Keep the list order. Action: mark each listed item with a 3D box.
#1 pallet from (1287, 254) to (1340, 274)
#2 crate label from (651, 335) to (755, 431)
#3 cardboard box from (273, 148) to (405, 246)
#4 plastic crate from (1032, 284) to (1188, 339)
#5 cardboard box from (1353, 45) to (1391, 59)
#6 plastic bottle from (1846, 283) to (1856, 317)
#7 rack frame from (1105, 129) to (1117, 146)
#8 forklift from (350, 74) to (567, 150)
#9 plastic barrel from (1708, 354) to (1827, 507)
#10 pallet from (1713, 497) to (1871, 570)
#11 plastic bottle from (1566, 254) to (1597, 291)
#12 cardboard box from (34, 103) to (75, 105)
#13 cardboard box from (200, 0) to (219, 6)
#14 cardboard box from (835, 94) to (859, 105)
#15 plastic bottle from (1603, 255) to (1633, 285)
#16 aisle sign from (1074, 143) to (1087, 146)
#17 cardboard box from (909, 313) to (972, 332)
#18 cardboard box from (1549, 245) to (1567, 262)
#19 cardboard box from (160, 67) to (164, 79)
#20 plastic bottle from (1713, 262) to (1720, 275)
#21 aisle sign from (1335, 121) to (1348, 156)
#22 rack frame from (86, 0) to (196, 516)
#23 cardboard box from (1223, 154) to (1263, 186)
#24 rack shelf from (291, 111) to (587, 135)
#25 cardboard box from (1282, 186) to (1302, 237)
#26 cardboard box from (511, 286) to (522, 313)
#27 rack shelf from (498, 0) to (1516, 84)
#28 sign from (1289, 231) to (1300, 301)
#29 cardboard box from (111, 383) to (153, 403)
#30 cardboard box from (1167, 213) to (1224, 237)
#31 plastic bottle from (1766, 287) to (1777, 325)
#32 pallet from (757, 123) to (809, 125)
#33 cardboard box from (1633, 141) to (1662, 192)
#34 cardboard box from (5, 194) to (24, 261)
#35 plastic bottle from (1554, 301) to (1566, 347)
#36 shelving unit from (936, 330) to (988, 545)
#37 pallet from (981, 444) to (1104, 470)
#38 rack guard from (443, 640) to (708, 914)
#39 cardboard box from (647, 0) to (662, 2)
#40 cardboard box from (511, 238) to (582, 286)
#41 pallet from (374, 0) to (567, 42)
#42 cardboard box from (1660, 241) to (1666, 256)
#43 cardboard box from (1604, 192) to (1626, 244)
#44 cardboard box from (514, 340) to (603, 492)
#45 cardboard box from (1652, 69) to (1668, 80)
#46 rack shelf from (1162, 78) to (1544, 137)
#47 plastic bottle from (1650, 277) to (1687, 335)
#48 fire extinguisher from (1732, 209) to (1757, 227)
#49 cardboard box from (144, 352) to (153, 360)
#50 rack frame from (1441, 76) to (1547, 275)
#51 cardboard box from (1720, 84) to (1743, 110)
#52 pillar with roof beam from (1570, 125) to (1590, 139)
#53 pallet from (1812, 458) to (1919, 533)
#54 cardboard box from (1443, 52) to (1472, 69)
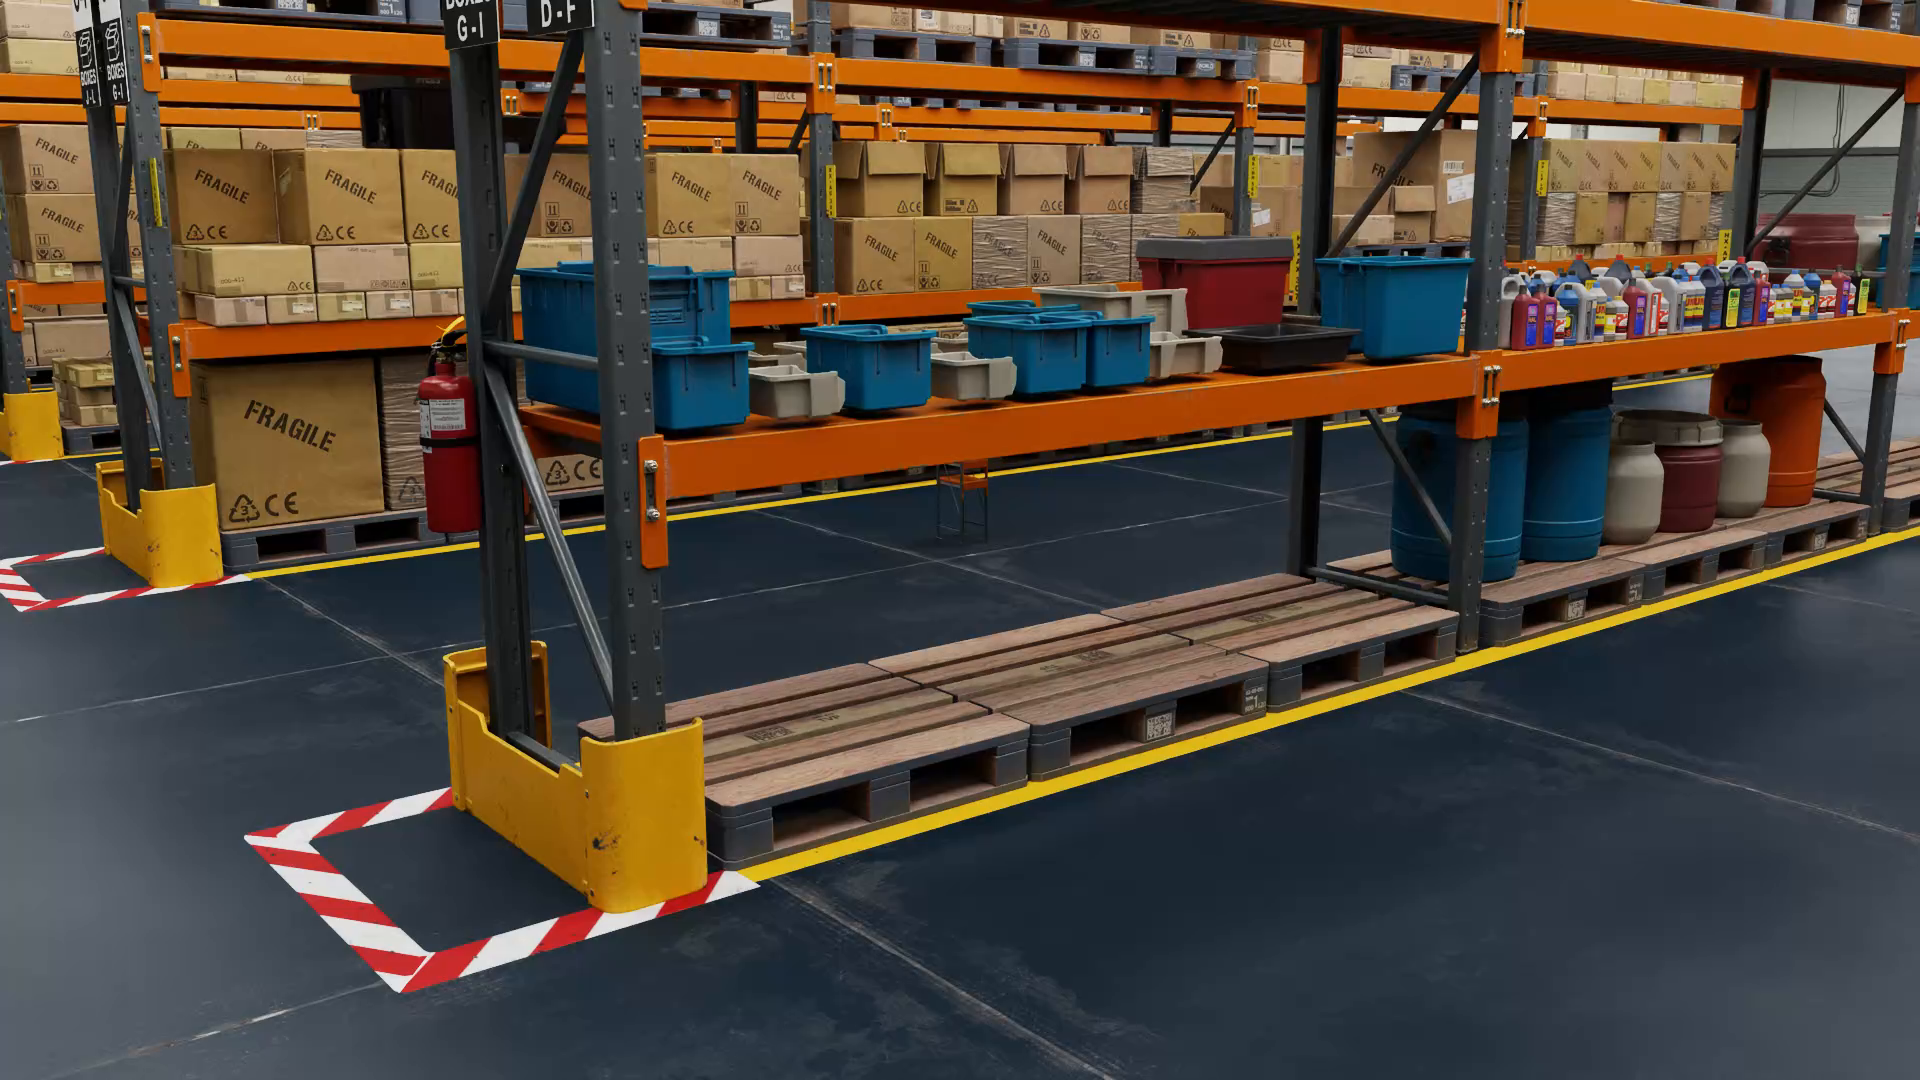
[{"bbox_3d":[2.441,-2.390,14.124,1.003,0.211,1.213,-9,15,-38],"label":"pallet"},{"bbox_3d":[-0.803,-0.459,4.826,0.303,0.233,0.416,-9,15,-38],"label":"crate label"},{"bbox_3d":[-3.362,-1.858,8.998,0.500,0.500,0.500,-10,16,-39],"label":"cardboard box"},{"bbox_3d":[0.614,-0.855,6.573,0.530,0.282,0.437,-9,15,-38],"label":"plastic crate"},{"bbox_3d":[3.265,-4.286,13.924,0.500,0.500,0.500,-10,16,-39],"label":"cardboard box"},{"bbox_3d":[4.894,-1.340,9.195,0.097,0.201,0.097,0,12,0],"label":"plastic bottle"},{"bbox_3d":[2.055,-3.711,19.882,0.127,3.000,1.000,-9,15,-38],"label":"rack frame"},{"bbox_3d":[-3.558,-2.098,12.452,3.031,2.935,1.130,-10,16,-40],"label":"forklift"},{"bbox_3d":[4.674,-0.648,9.674,0.708,0.830,0.600,-9,15,-38],"label":"plastic barrel"},{"bbox_3d":[4.456,-0.098,9.580,1.213,0.211,1.003,-9,15,-38],"label":"pallet"},{"bbox_3d":[3.295,-1.343,8.849,0.185,0.351,0.144,-9,15,-38],"label":"plastic bottle"},{"bbox_3d":[-11.494,-5.569,21.058,0.500,0.250,0.500,-9,15,-36],"label":"cardboard box"},{"bbox_3d":[-5.862,-4.146,12.910,0.250,0.149,0.380,-9,15,-36],"label":"cardboard box"},{"bbox_3d":[-1.356,-4.592,16.572,0.500,0.500,0.500,-9,15,-38],"label":"cardboard box"},{"bbox_3d":[3.495,-1.336,8.815,0.185,0.351,0.144,-9,15,-38],"label":"plastic bottle"},{"bbox_3d":[1.862,-6.349,26.050,0.004,0.787,0.394,-9,15,-38],"label":"aisle sign"},{"bbox_3d":[0.012,-1.223,12.273,0.875,0.875,1.225,-10,16,-40],"label":"cardboard box"},{"bbox_3d":[5.634,-2.780,16.102,0.250,0.149,0.380,-9,15,-38],"label":"cardboard box"},{"bbox_3d":[-6.391,-3.632,12.650,0.500,0.250,0.500,-9,15,-36],"label":"cardboard box"},{"bbox_3d":[4.398,-1.493,9.750,0.097,0.271,0.097,0,12,0],"label":"plastic bottle"},{"bbox_3d":[5.046,-5.559,22.328,0.004,0.787,0.394,-9,15,-38],"label":"aisle sign"},{"bbox_3d":[-4.296,-1.336,8.698,0.127,3.000,1.000,-9,15,-38],"label":"rack frame"},{"bbox_3d":[3.229,-4.492,20.603,0.550,0.550,0.875,-9,15,-38],"label":"cardboard box"},{"bbox_3d":[-5.801,-4.837,19.697,4.000,0.370,1.077,-9,15,-38],"label":"rack shelf"},{"bbox_3d":[2.721,-2.793,14.311,0.500,0.500,0.700,-7,14,-29],"label":"cardboard box"},{"bbox_3d":[-2.612,-1.405,9.630,0.250,0.149,0.380,-10,16,-39],"label":"cardboard box"},{"bbox_3d":[0.360,-1.907,5.900,4.000,0.370,1.077,-9,15,-38],"label":"rack shelf"},{"bbox_3d":[1.580,-1.276,7.752,0.005,0.325,0.100,-9,15,-38],"label":"sign"},{"bbox_3d":[-6.497,-1.163,13.019,0.250,0.149,0.380,-10,15,-38],"label":"cardboard box"},{"bbox_3d":[1.721,-2.319,13.086,0.500,0.500,0.500,-9,15,-36],"label":"cardboard box"},{"bbox_3d":[4.182,-1.221,8.637,0.097,0.201,0.097,0,12,0],"label":"plastic bottle"},{"bbox_3d":[-2.473,-5.678,22.377,1.003,0.211,1.213,-9,15,-38],"label":"pallet"},{"bbox_3d":[6.748,-3.790,16.893,0.500,0.500,0.500,-9,15,-38],"label":"cardboard box"},{"bbox_3d":[-7.125,-2.448,12.979,0.500,0.500,0.500,-9,15,-37],"label":"cardboard box"},{"bbox_3d":[2.657,-0.968,7.444,0.097,0.201,0.097,0,12,0],"label":"plastic bottle"},{"bbox_3d":[0.011,-0.589,9.513,0.189,1.200,0.258,-9,15,-38],"label":"shelving unit"},{"bbox_3d":[0.336,-0.762,12.711,1.213,0.211,1.003,-9,15,-38],"label":"pallet"},{"bbox_3d":[-1.212,0.695,5.150,0.348,0.500,1.175,-9,15,-38],"label":"rack guard"},{"bbox_3d":[-2.169,-3.445,9.917,0.500,0.500,0.700,-8,15,-35],"label":"cardboard box"},{"bbox_3d":[-2.552,-1.628,9.720,0.500,0.250,0.500,-10,15,-39],"label":"cardboard box"},{"bbox_3d":[-2.770,-3.017,9.607,1.213,0.211,1.003,-9,15,-38],"label":"pallet"},{"bbox_3d":[7.139,-3.054,17.393,0.250,0.149,0.380,-9,15,-38],"label":"cardboard box"},{"bbox_3d":[6.204,-3.276,16.879,0.500,0.500,0.875,-9,15,-38],"label":"cardboard box"},{"bbox_3d":[-2.440,-0.832,10.428,0.875,0.875,0.875,-9,15,-38],"label":"cardboard box"},{"bbox_3d":[6.913,-4.719,16.809,0.250,0.149,0.380,-10,16,-41],"label":"cardboard box"},{"bbox_3d":[3.513,-3.749,14.572,4.000,0.370,1.077,-9,15,-38],"label":"rack shelf"},{"bbox_3d":[3.425,-1.139,8.072,0.135,0.276,0.152,-9,15,-38],"label":"plastic bottle"},{"bbox_3d":[8.575,-3.314,18.202,0.183,0.674,0.296,-9,15,-38],"label":"fire extinguisher"},{"bbox_3d":[-6.705,-1.443,13.621,0.250,0.149,0.380,-10,15,-39],"label":"cardboard box"},{"bbox_3d":[5.075,-2.893,16.031,0.127,3.000,1.000,-9,15,-38],"label":"rack frame"},{"bbox_3d":[7.980,-4.702,17.691,0.500,0.250,0.500,-9,15,-36],"label":"cardboard box"},{"bbox_3d":[19.227,-11.230,40.852,0.548,9.000,9.100,-9,15,-38],"label":"pillar with roof beam"},{"bbox_3d":[5.674,-0.301,10.537,1.213,0.211,1.003,-9,15,-38],"label":"pallet"},{"bbox_3d":[4.403,-4.362,15.039,0.258,0.266,0.396,-9,15,-36],"label":"cardboard box"}]
